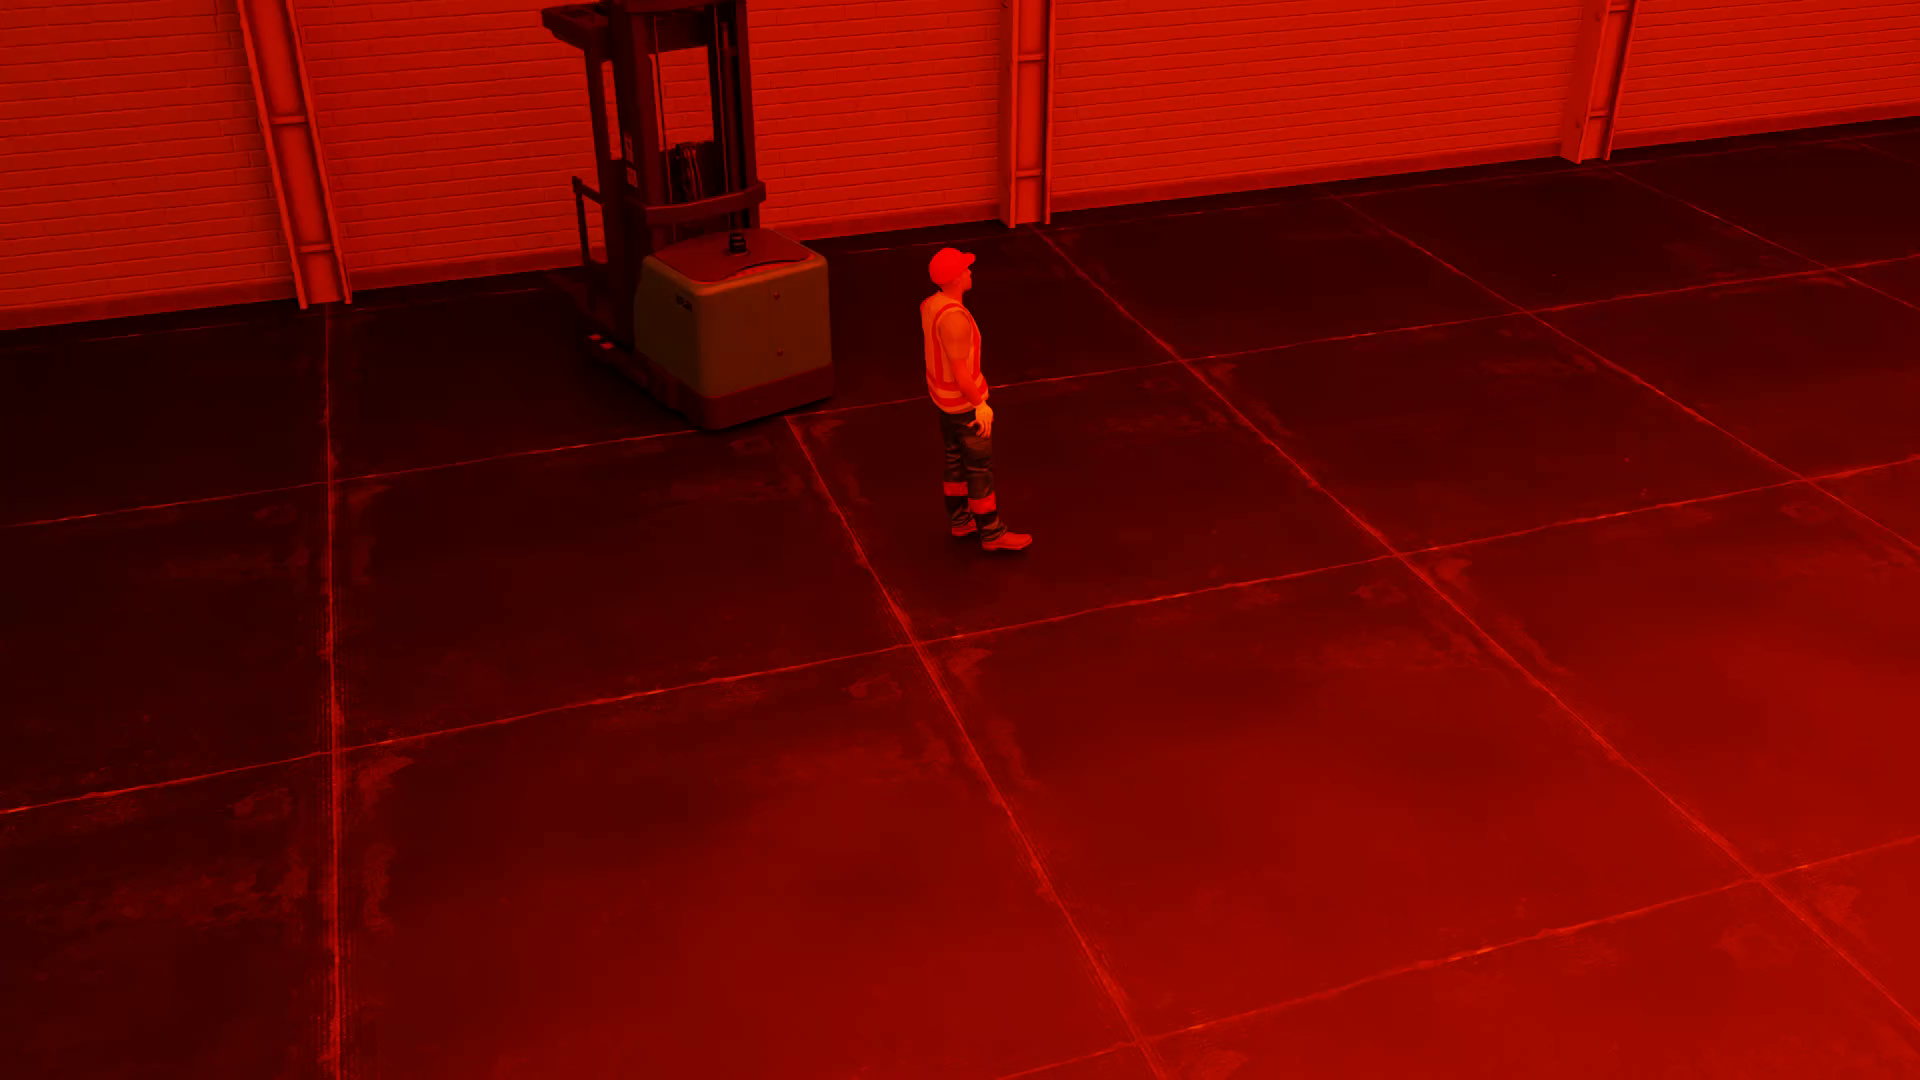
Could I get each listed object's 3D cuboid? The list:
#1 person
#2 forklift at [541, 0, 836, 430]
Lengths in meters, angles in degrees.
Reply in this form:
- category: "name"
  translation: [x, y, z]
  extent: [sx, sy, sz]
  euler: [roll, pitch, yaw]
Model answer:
- category: "person"
  translation: [0.079, -0.824, 9.569]
  extent: [0.564, 1.786, 0.638]
  euler: [-10, 31, -16]
- category: "forklift"
  translation: [-2.150, -2.689, 11.761]
  extent: [1.130, 2.935, 3.031]
  euler: [-20, 36, -31]
